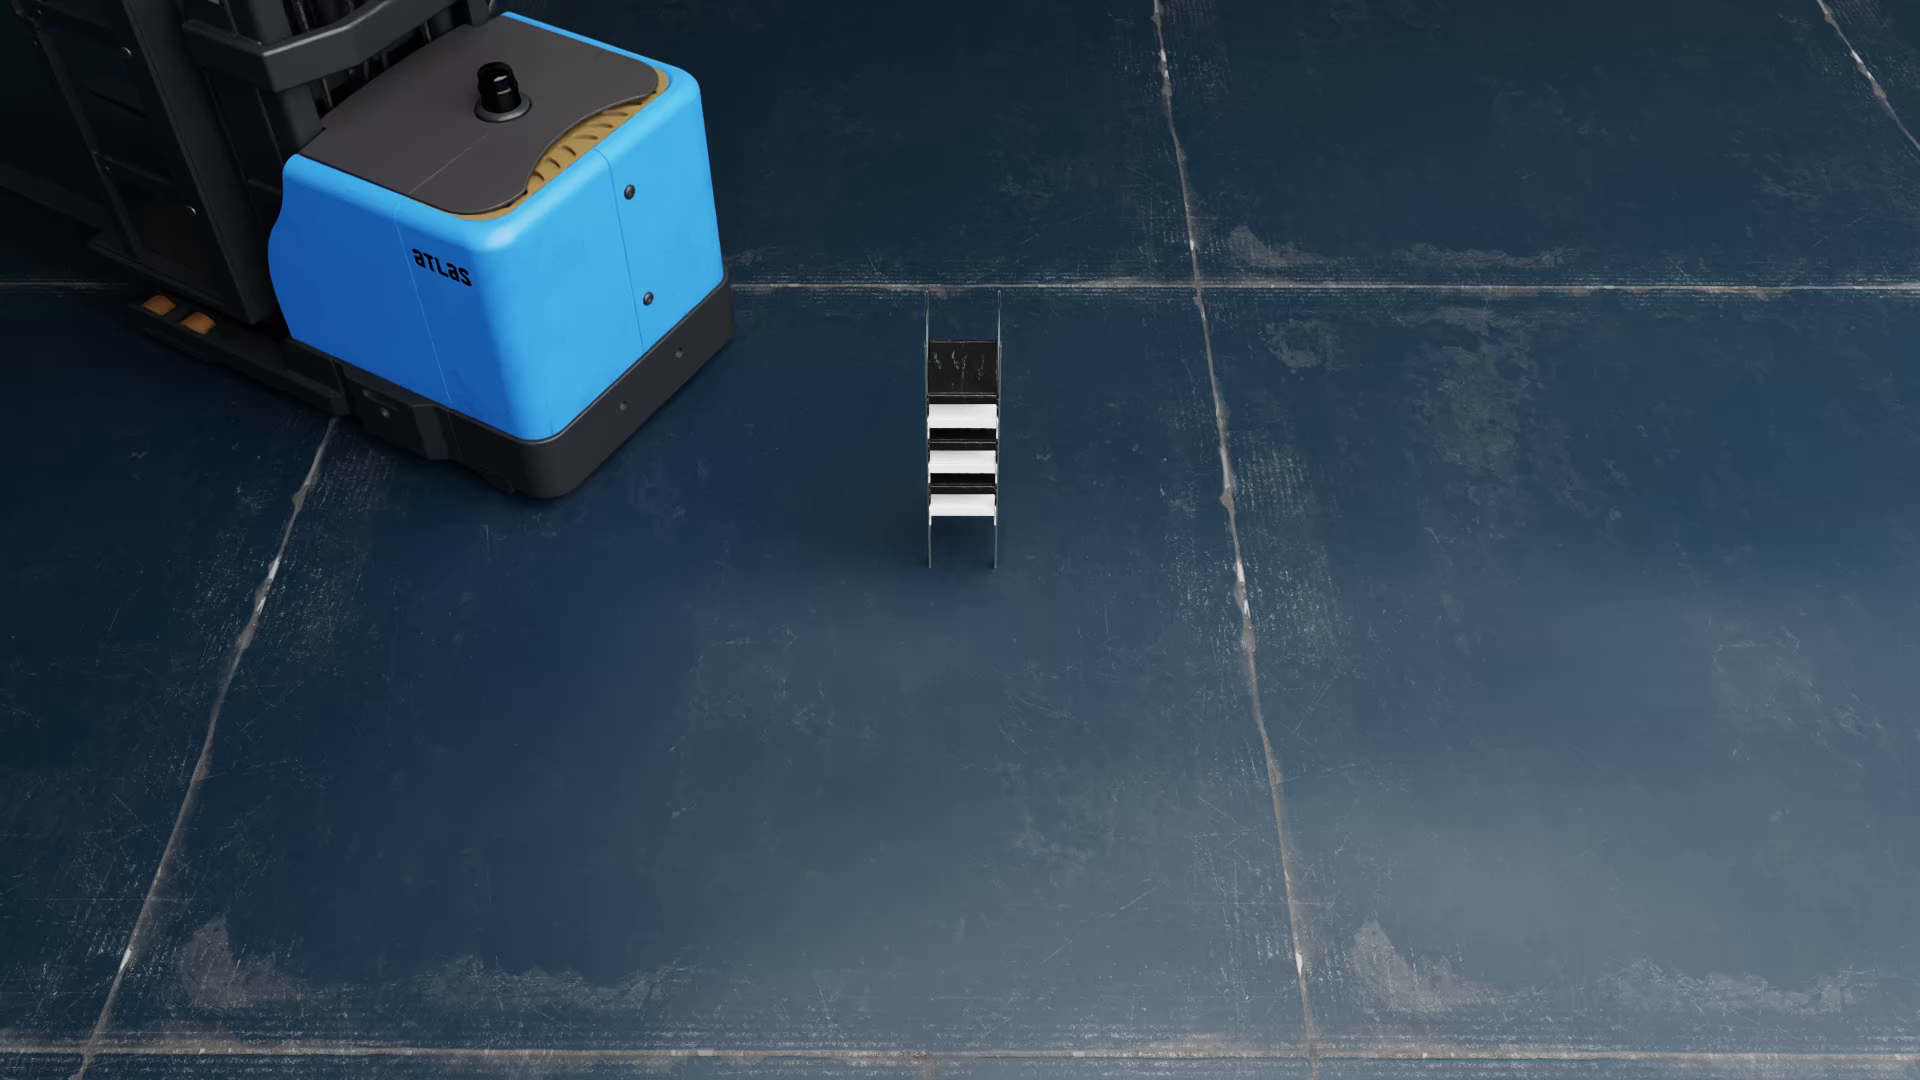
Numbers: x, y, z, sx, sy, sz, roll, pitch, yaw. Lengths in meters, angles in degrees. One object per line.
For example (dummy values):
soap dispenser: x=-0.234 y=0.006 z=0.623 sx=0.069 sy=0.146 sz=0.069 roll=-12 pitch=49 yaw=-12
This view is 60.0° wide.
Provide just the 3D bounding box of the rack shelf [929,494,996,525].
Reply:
rack shelf: x=0.008 y=-0.161 z=5.077 sx=0.200 sy=0.077 sz=0.258 roll=0 pitch=47 yaw=0

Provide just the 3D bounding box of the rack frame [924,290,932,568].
rack frame: x=-0.094 y=-0.307 z=4.921 sx=0.006 sy=0.900 sz=0.240 roll=0 pitch=47 yaw=0

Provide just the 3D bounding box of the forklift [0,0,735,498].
forklift: x=-2.324 y=-1.939 z=5.052 sx=3.031 sy=2.935 sz=1.130 roll=23 pitch=51 yaw=20

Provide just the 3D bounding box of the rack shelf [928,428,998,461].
rack shelf: x=0.008 y=-0.345 z=4.879 sx=0.200 sy=0.077 sz=0.258 roll=0 pitch=47 yaw=0

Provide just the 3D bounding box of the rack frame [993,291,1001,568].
rack frame: x=0.110 y=-0.306 z=4.920 sx=0.006 sy=0.900 sz=0.240 roll=0 pitch=47 yaw=0

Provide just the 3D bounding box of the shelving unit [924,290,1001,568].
shelving unit: x=0.008 y=-0.307 z=4.921 sx=0.210 sy=0.900 sz=0.258 roll=0 pitch=47 yaw=0

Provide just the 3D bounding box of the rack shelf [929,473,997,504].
rack shelf: x=0.008 y=-0.223 z=5.011 sx=0.200 sy=0.077 sz=0.258 roll=0 pitch=47 yaw=0

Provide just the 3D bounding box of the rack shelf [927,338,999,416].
rack shelf: x=0.008 y=-0.468 z=4.747 sx=0.200 sy=0.077 sz=0.258 roll=0 pitch=47 yaw=0

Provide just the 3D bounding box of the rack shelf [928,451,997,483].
rack shelf: x=0.008 y=-0.284 z=4.945 sx=0.200 sy=0.077 sz=0.258 roll=0 pitch=47 yaw=0

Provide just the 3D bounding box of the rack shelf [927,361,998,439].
rack shelf: x=0.008 y=-0.406 z=4.813 sx=0.200 sy=0.077 sz=0.258 roll=0 pitch=47 yaw=0
